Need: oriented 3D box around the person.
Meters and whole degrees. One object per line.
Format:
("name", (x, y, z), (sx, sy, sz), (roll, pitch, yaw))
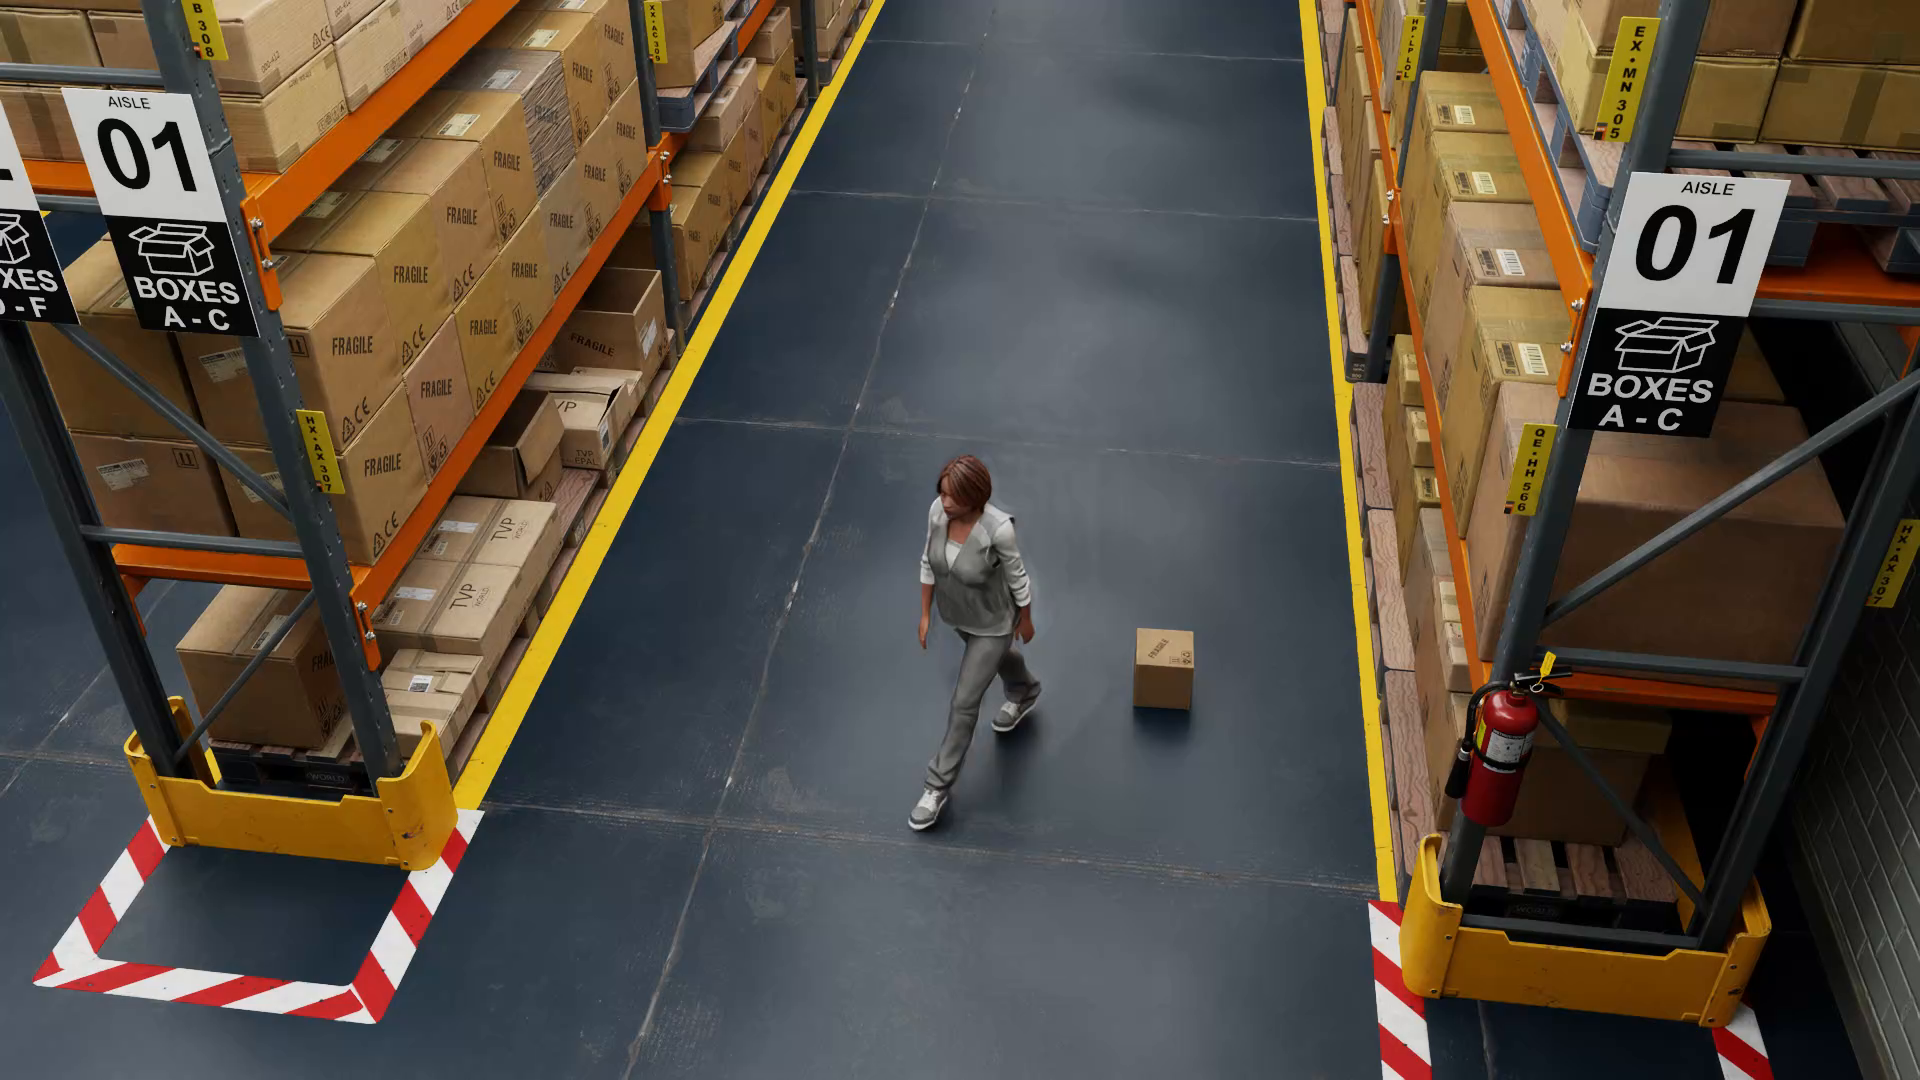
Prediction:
("person", (0.022, 0.311, 6.615), (0.421, 1.533, 0.952), (28, 45, 33))
